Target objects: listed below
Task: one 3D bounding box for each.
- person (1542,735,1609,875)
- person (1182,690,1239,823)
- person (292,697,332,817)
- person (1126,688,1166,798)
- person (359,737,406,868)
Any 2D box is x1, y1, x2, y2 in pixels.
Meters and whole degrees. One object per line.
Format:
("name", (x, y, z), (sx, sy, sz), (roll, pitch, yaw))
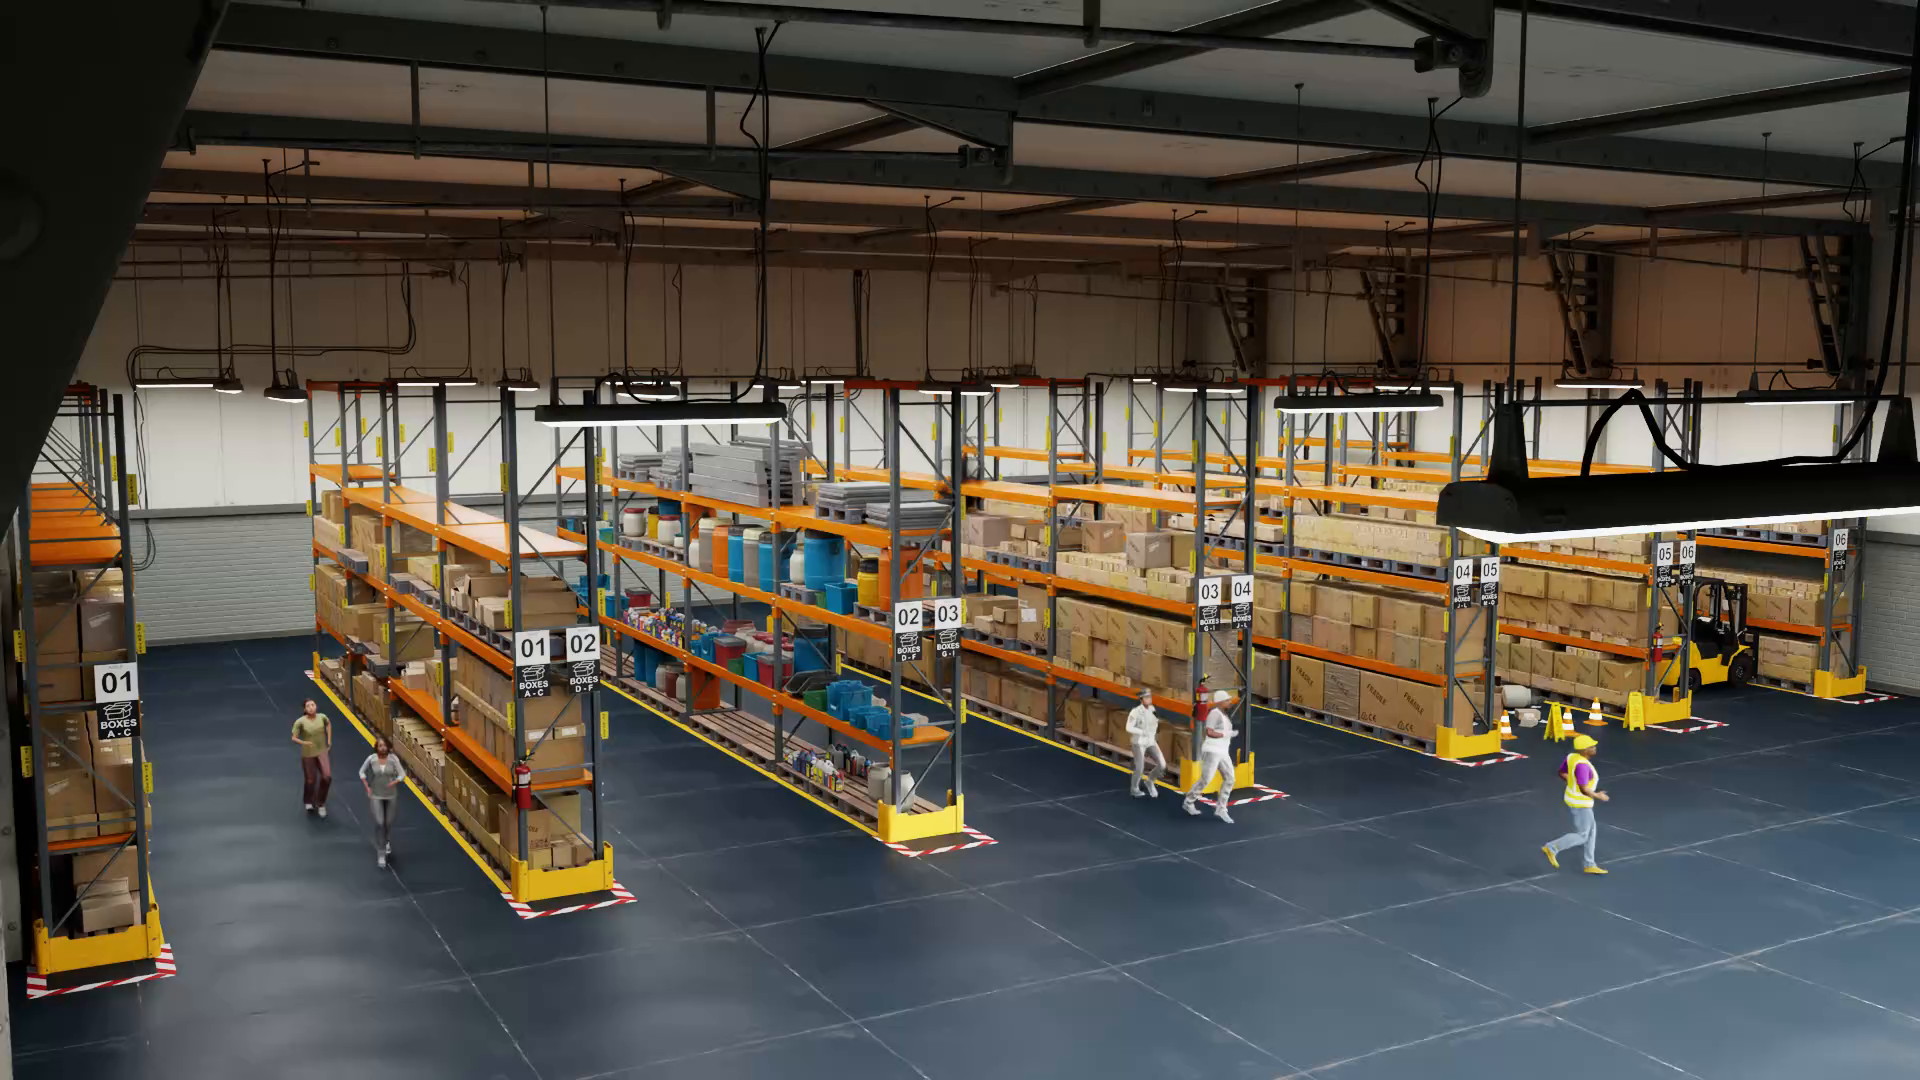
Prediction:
("person", (7.636, 3.283, 20.629), (0.854, 1.760, 0.708), (0, 6, 5))
("person", (3.569, 2.993, 23.225), (0.746, 1.798, 0.684), (4, 7, 34))
("person", (-9.071, 3.037, 23.337), (0.580, 1.684, 0.673), (-4, 7, -33))
("person", (2.689, 2.938, 24.059), (0.654, 1.642, 0.651), (-3, 7, -28))
("person", (-7.328, 3.315, 21.146), (0.546, 1.633, 0.656), (-3, 7, -25))
